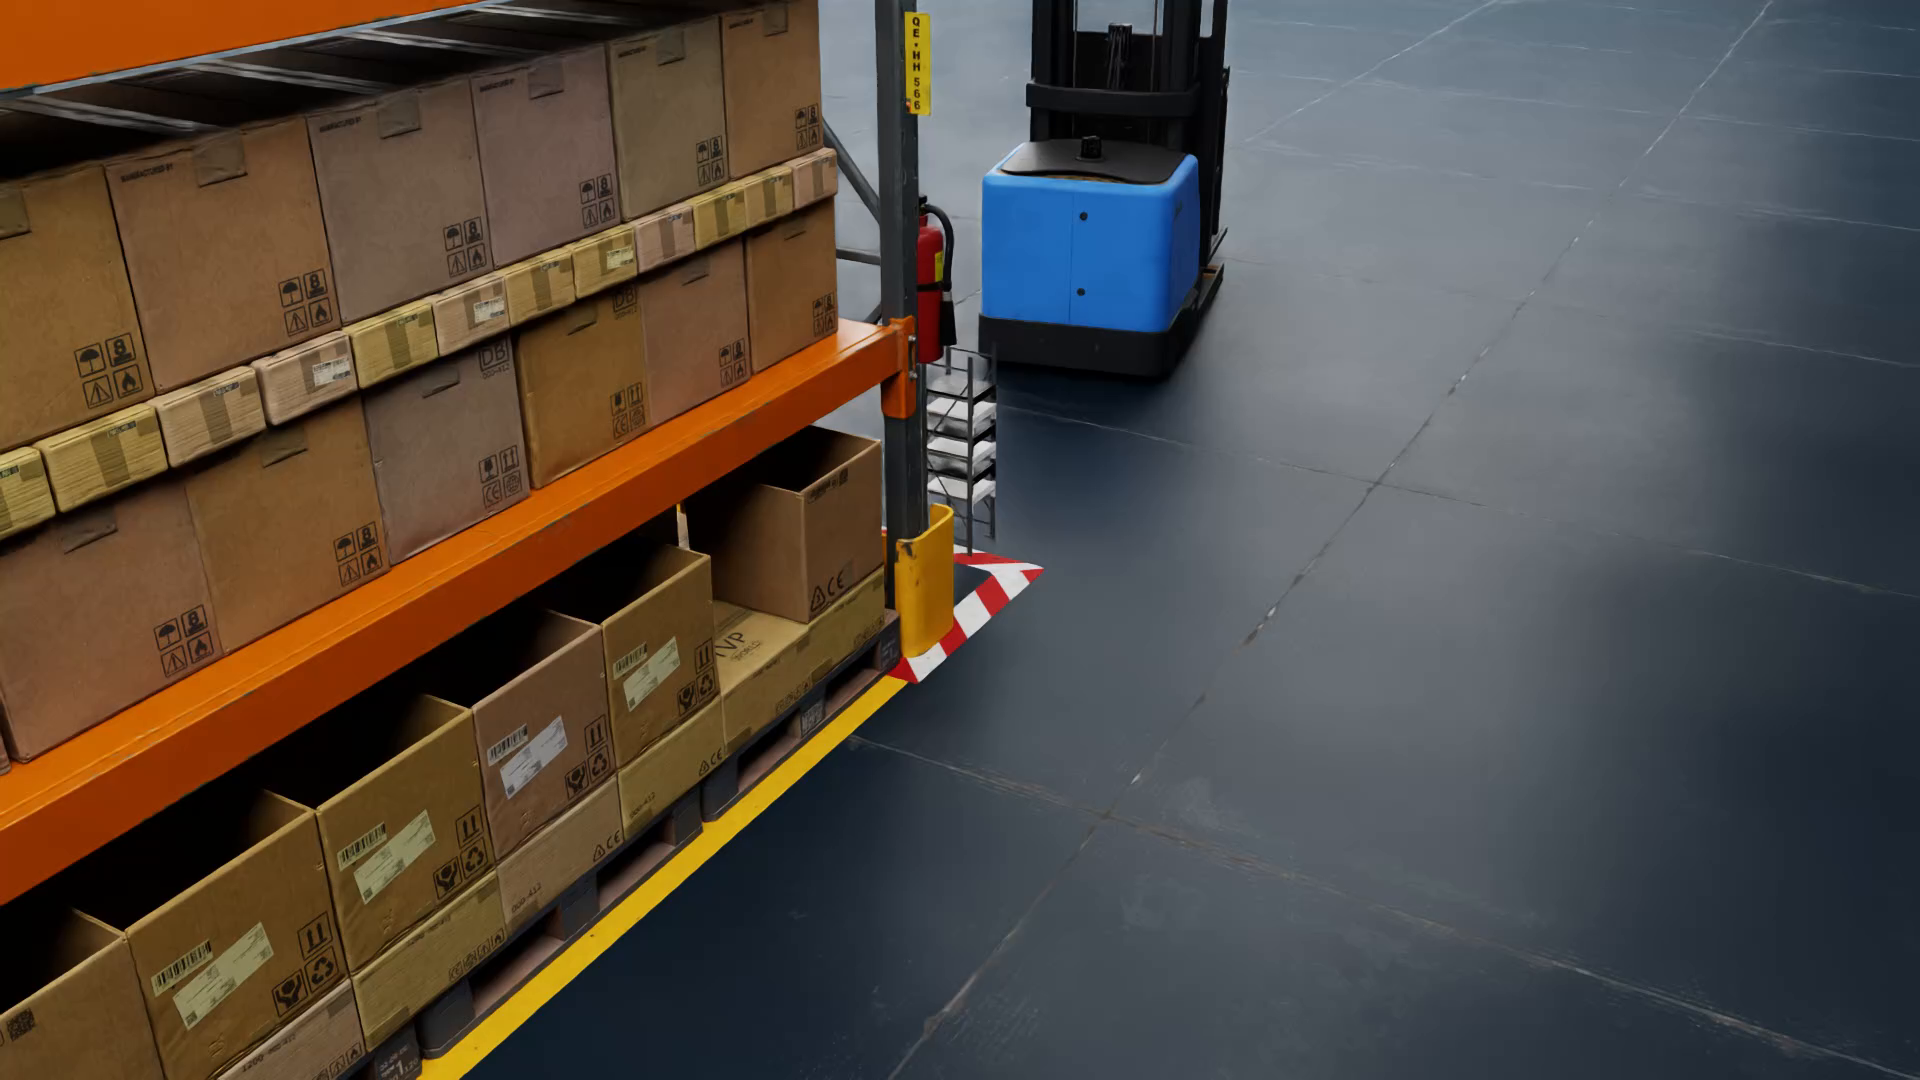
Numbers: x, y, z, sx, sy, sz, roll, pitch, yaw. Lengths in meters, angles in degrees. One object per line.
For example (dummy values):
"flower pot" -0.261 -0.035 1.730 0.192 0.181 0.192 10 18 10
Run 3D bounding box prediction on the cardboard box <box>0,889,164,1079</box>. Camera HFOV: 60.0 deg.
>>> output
"cardboard box" -2.073 1.088 3.491 0.500 0.500 0.500 14 30 26

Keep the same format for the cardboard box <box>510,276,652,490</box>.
"cardboard box" -1.351 -0.533 4.853 0.700 0.500 0.500 14 30 26

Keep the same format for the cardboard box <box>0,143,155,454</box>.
"cardboard box" -2.114 -0.503 3.343 0.700 0.500 0.500 14 30 26

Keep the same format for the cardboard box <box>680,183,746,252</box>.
"cardboard box" -0.882 -1.008 5.076 0.380 0.149 0.250 14 30 25

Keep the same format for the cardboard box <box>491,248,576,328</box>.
"cardboard box" -1.264 -0.705 4.470 0.380 0.149 0.250 15 30 27

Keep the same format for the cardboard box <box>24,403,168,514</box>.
"cardboard box" -1.897 -0.205 3.472 0.380 0.149 0.250 14 30 26

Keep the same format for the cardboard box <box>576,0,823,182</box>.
"cardboard box" -0.873 -1.491 5.316 0.700 0.500 0.500 14 30 26

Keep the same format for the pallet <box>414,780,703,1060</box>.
"pallet" -1.547 0.962 5.092 1.003 0.211 1.213 14 30 26

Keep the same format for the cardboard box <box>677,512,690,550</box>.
"cardboard box" -1.064 0.136 6.230 0.500 0.250 0.500 14 30 26

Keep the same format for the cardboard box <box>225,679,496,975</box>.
"cardboard box" -1.582 0.698 4.269 0.500 0.500 0.500 14 30 26

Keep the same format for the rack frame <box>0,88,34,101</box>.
"rack frame" -4.917 -2.158 8.210 1.000 3.000 0.127 14 30 26

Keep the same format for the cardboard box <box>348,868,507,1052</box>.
"cardboard box" -1.581 1.033 4.437 0.500 0.250 0.500 14 30 26

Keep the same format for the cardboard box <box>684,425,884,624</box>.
"cardboard box" -0.611 -0.085 5.833 0.500 0.500 0.500 14 30 26

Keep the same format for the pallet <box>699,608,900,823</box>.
"pallet" -0.946 0.488 6.038 1.003 0.211 1.213 14 30 26

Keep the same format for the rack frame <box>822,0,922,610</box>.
"rack frame" -0.606 -1.066 6.028 1.000 3.000 0.127 14 30 26

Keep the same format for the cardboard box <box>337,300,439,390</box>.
"cardboard box" -1.514 -0.508 4.078 0.380 0.149 0.250 14 30 26

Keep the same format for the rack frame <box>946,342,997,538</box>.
"rack frame" 0.046 -0.439 7.122 0.240 0.900 0.006 14 30 26

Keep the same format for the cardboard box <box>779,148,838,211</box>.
"cardboard box" -0.628 -1.210 5.479 0.380 0.149 0.250 14 30 25

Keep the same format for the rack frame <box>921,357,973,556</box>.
"rack frame" -0.054 -0.360 6.963 0.240 0.900 0.006 14 30 26

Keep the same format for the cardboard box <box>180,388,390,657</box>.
"cardboard box" -1.857 -0.128 4.042 0.700 0.500 0.500 15 30 27

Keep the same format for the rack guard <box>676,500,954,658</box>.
"rack guard" -0.595 0.043 6.606 1.175 0.500 0.348 14 30 26

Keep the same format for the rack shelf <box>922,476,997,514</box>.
"rack shelf" -0.004 -0.209 7.138 0.258 0.077 0.200 14 30 26

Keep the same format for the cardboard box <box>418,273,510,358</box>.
"cardboard box" -1.390 -0.605 4.271 0.380 0.149 0.250 14 30 25

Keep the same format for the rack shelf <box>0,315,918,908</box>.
"rack shelf" -1.590 0.035 4.632 1.077 0.370 4.000 14 30 26

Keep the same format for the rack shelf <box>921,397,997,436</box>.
"rack shelf" -0.004 -0.531 6.977 0.258 0.077 0.200 14 30 26

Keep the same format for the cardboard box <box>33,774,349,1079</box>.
"cardboard box" -1.834 0.891 3.884 0.500 0.500 0.500 14 30 26

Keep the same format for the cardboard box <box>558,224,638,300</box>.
"cardboard box" -1.136 -0.808 4.676 0.380 0.149 0.250 15 30 28

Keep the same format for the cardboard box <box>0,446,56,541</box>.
"cardboard box" -2.024 -0.103 3.268 0.380 0.149 0.250 13 30 25

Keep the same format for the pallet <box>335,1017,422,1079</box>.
"pallet" -2.146 1.439 4.139 1.003 0.211 1.213 14 30 26

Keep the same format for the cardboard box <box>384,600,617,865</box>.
"cardboard box" -1.337 0.503 4.660 0.500 0.500 0.500 14 30 26

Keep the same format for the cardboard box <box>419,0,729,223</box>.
"cardboard box" -1.127 -1.285 4.904 0.700 0.500 0.500 13 30 25

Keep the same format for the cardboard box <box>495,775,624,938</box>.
"cardboard box" -1.340 0.837 4.829 0.500 0.250 0.500 14 30 26

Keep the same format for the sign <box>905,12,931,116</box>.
"sign" -0.141 -1.565 5.466 0.100 0.325 0.005 14 30 26

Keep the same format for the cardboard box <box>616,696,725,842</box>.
"cardboard box" -1.093 0.643 5.217 0.500 0.250 0.500 14 30 26

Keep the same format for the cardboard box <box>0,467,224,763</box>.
"cardboard box" -2.108 0.067 3.653 0.700 0.500 0.500 14 30 26

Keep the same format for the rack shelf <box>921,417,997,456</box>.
"rack shelf" -0.004 -0.450 7.017 0.258 0.077 0.200 14 30 26

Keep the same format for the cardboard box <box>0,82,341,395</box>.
"cardboard box" -1.867 -0.698 3.733 0.700 0.500 0.500 14 30 26

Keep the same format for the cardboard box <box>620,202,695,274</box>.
"cardboard box" -1.007 -0.910 4.881 0.380 0.149 0.250 15 30 27

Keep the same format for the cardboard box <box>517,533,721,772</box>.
"cardboard box" -1.090 0.308 5.048 0.500 0.500 0.500 14 30 26

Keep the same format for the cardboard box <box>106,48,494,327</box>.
"cardboard box" -1.621 -0.893 4.122 0.700 0.500 0.500 14 30 26

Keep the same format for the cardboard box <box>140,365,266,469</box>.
"cardboard box" -1.772 -0.302 3.666 0.380 0.149 0.250 13 29 24

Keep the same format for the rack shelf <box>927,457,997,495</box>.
"rack shelf" -0.004 -0.289 7.098 0.258 0.077 0.200 14 30 26

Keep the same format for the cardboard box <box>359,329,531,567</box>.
"cardboard box" -1.606 -0.327 4.441 0.700 0.500 0.500 15 30 28

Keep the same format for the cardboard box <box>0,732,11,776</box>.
"cardboard box" -2.361 0.274 3.240 0.700 0.500 0.500 13 30 25

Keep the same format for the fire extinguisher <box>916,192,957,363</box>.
"fire extinguisher" -0.144 -0.975 5.933 0.296 0.674 0.183 14 30 26

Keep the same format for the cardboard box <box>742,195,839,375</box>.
"cardboard box" -0.847 -0.931 5.648 0.700 0.500 0.500 14 30 26

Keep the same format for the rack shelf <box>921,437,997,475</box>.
"rack shelf" -0.004 -0.370 7.057 0.258 0.077 0.200 14 30 26

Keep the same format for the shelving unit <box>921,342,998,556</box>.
"shelving unit" -0.004 -0.399 7.042 0.258 0.900 0.210 14 30 26

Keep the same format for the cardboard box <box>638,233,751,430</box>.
"cardboard box" -1.101 -0.726 5.237 0.700 0.500 0.500 15 30 27

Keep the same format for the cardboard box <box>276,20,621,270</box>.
"cardboard box" -1.375 -1.088 4.512 0.700 0.500 0.500 14 30 26

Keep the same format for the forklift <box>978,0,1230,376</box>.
"forklift" 1.014 -2.820 9.609 1.130 2.935 3.031 8 28 15

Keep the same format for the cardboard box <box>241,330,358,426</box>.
"cardboard box" -1.643 -0.407 3.875 0.380 0.149 0.250 13 30 25

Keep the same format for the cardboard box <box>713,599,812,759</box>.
"cardboard box" -0.849 0.448 5.607 0.500 0.250 0.500 14 30 26

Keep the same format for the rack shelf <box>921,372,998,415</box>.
"rack shelf" -0.004 -0.611 6.937 0.258 0.077 0.200 14 30 26

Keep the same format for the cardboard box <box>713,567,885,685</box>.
"cardboard box" -0.613 0.250 6.002 0.500 0.250 0.500 14 30 26

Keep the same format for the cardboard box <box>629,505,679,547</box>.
"cardboard box" -1.308 -0.004 5.672 0.500 0.500 0.500 14 30 26

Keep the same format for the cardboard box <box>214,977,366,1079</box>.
"cardboard box" -1.832 1.227 4.050 0.500 0.250 0.500 14 30 26

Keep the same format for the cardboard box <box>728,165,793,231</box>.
"cardboard box" -0.756 -1.107 5.275 0.380 0.149 0.250 15 30 27
